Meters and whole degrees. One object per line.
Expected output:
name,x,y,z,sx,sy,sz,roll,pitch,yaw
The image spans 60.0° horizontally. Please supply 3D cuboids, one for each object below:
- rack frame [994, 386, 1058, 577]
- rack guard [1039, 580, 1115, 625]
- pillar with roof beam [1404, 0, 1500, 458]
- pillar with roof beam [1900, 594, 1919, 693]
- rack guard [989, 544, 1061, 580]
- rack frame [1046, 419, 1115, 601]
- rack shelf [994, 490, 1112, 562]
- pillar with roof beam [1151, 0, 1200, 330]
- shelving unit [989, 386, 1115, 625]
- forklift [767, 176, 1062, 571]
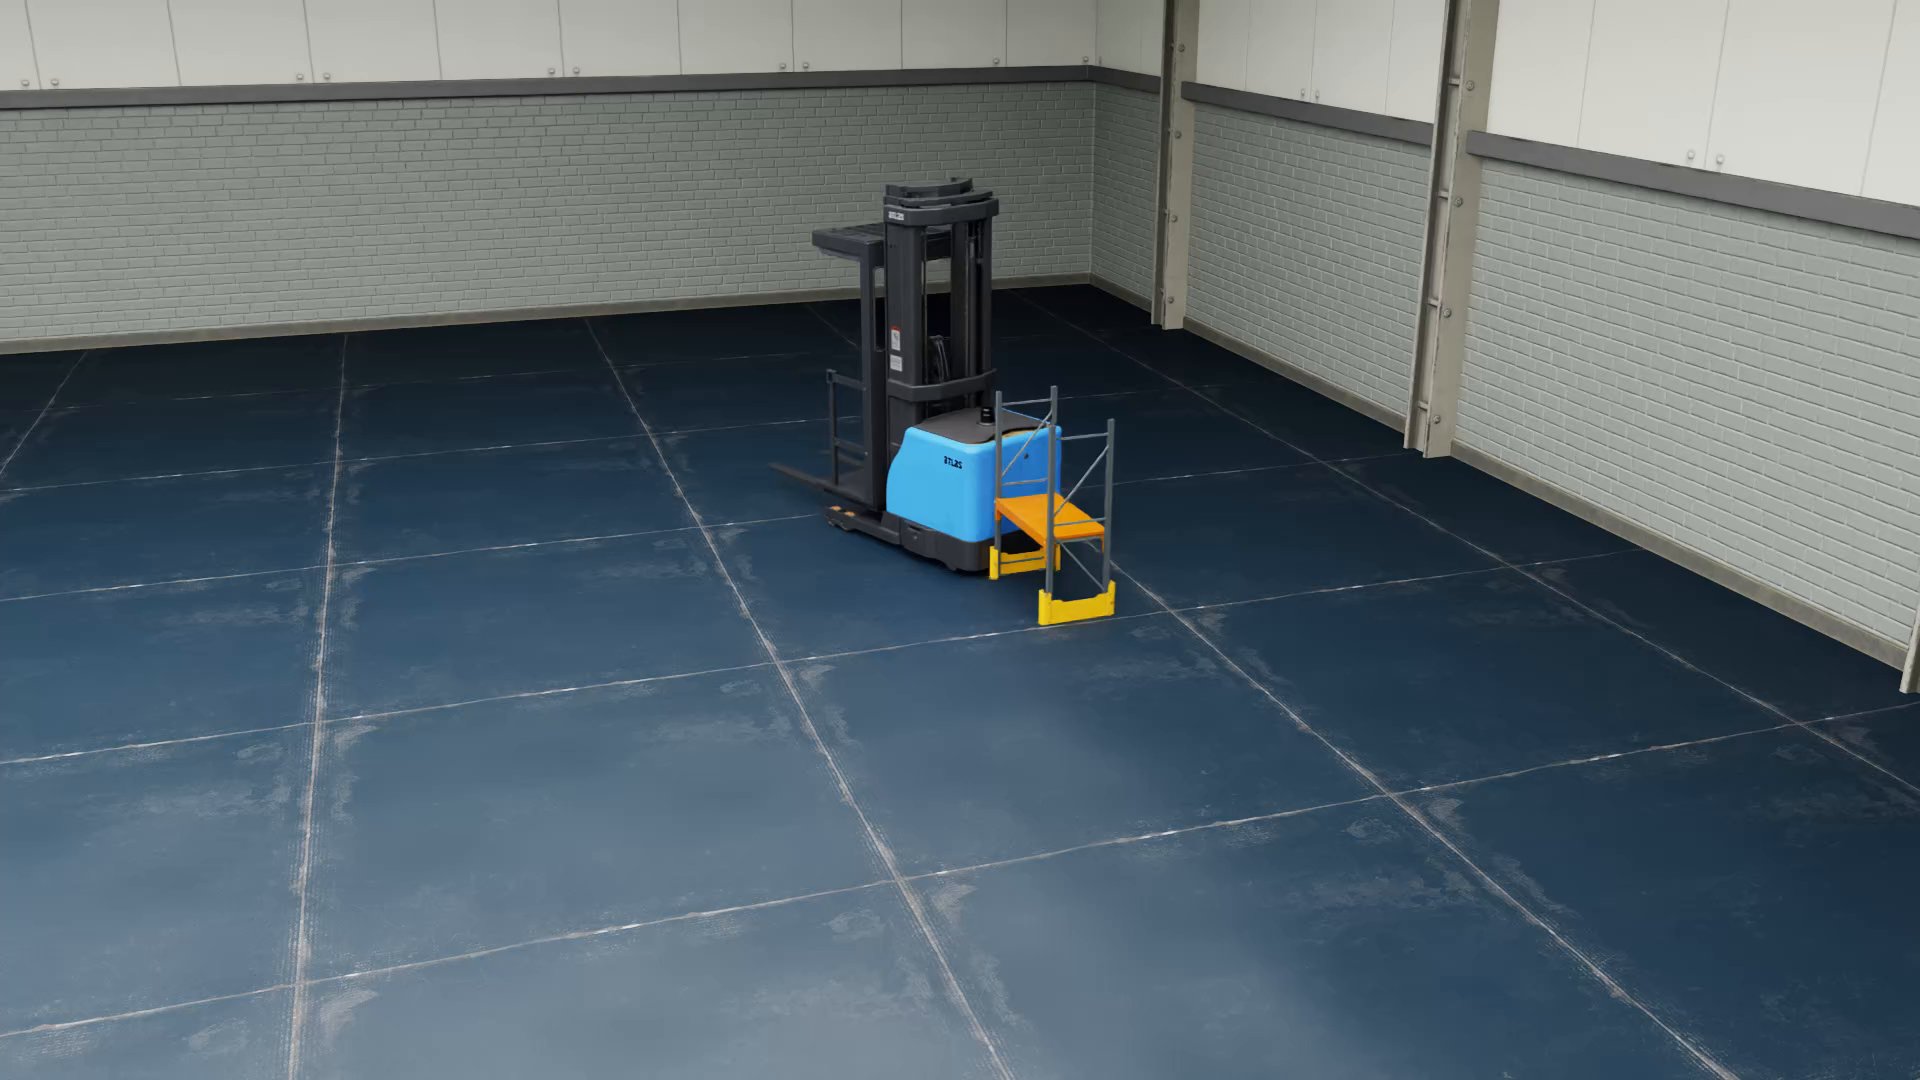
rack frame,0.510,-0.447,12.943,0.500,1.500,0.032,-7,21,-19
rack guard,0.864,0.462,12.259,0.587,0.250,0.087,-7,21,-19
pillar with roof beam,0.514,-4.652,13.557,9.100,9.000,0.400,-6,21,-17
pillar with roof beam,2.400,-2.727,8.196,9.100,9.000,0.400,-6,21,-17
rack guard,0.516,0.147,13.137,0.587,0.250,0.087,-7,21,-19
rack frame,0.865,-0.125,12.047,0.500,1.500,0.032,-7,21,-19
rack shelf,0.687,-0.117,12.556,0.538,0.185,1.000,-7,21,-19
pillar with roof beam,-1.372,-6.578,18.917,9.100,9.000,0.400,-6,21,-17
shelving unit,0.690,-0.283,12.487,0.587,1.500,1.083,-7,21,-19
forklift,-0.519,-1.554,13.906,1.130,2.935,3.031,-17,26,-38
